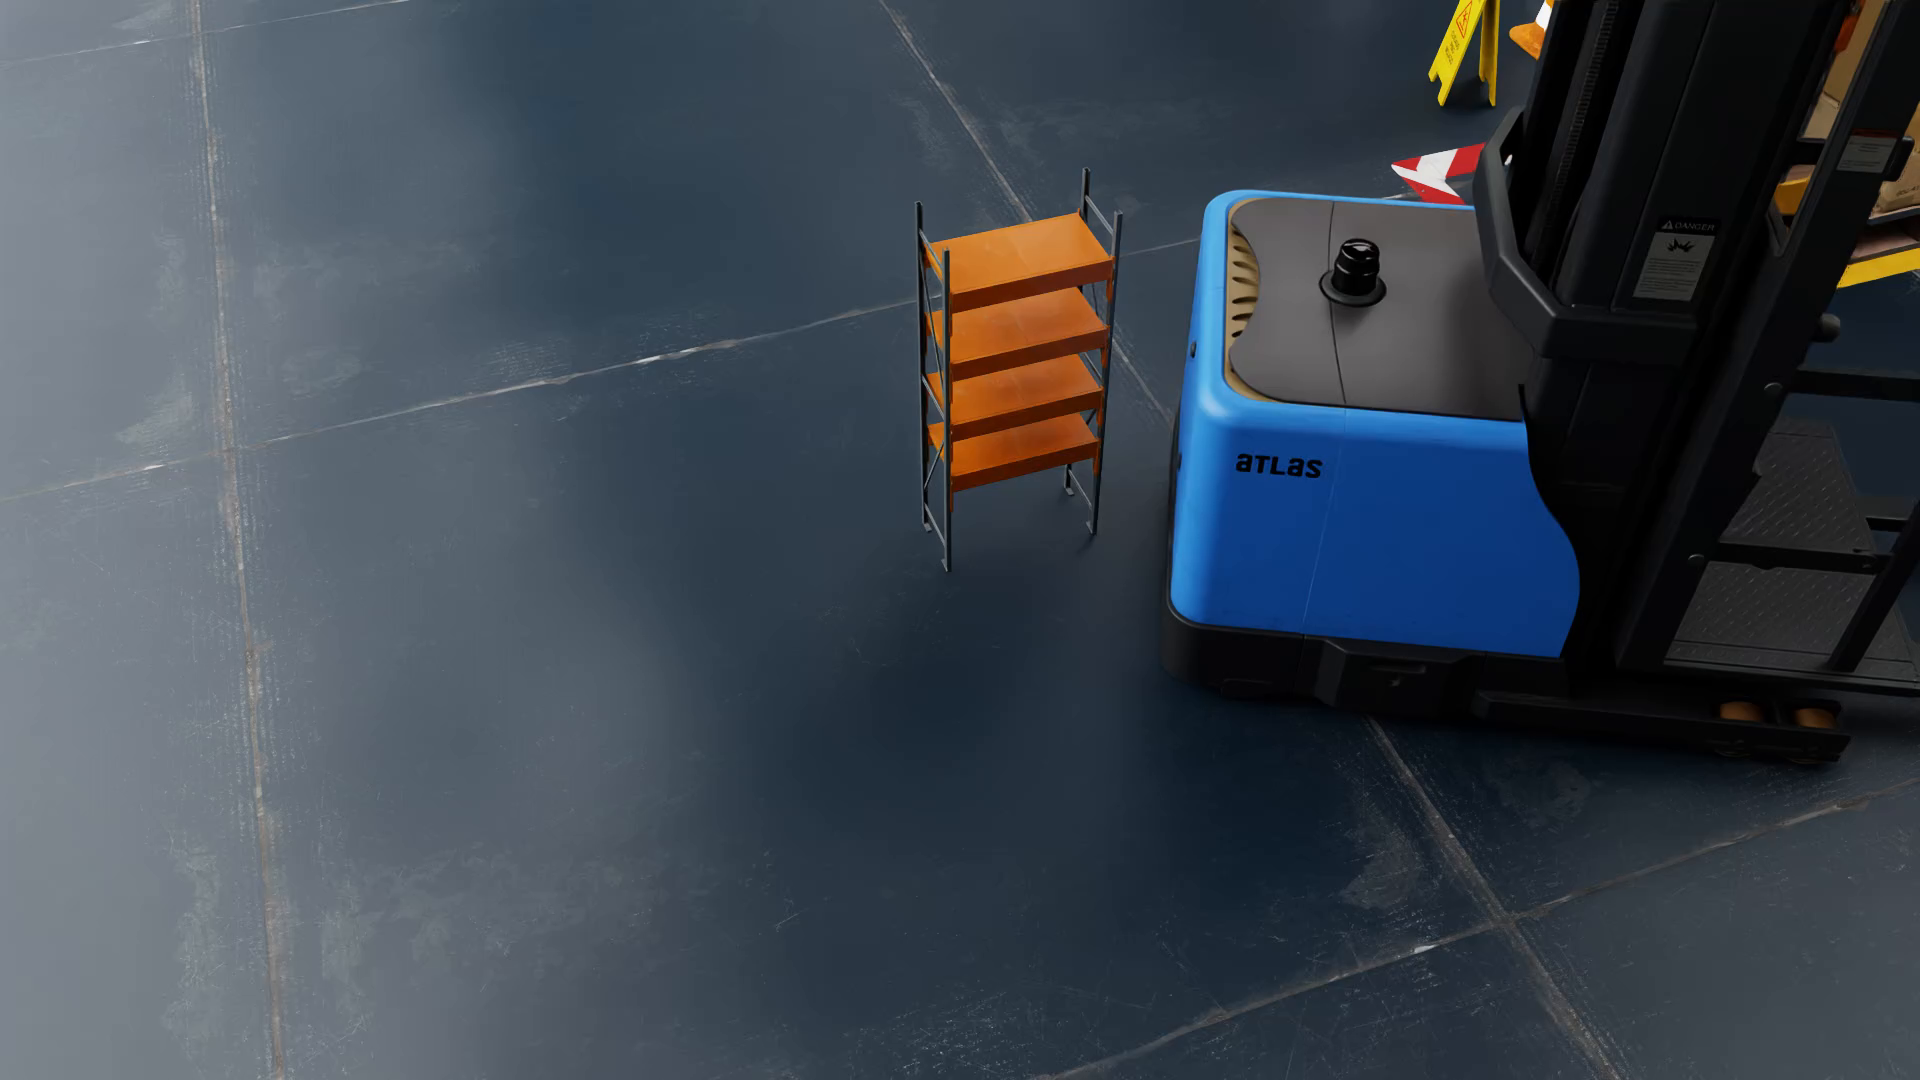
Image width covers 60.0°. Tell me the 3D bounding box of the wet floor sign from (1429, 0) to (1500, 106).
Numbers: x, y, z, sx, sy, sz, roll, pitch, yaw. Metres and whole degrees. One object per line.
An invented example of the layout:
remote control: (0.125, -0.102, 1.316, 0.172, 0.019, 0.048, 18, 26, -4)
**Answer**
wet floor sign: (2.166, -2.171, 6.958, 0.232, 0.644, 0.267, 0, 45, 0)

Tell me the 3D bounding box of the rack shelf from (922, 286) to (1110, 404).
rack shelf: (0.156, -0.574, 4.754, 0.480, 0.148, 0.258, -14, 47, -14)

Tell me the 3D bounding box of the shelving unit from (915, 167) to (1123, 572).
shelving unit: (0.156, -0.463, 4.865, 0.503, 1.200, 0.258, -14, 47, -14)

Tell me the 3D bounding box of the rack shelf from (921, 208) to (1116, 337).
rack shelf: (0.156, -0.741, 4.586, 0.480, 0.148, 0.258, -14, 47, -14)

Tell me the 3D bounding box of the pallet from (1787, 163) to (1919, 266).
pallet: (3.556, -1.541, 6.637, 1.213, 0.211, 1.003, -14, 47, -14)

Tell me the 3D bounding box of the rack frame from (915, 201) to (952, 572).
rack frame: (-0.074, -0.405, 4.806, 0.015, 1.200, 0.240, -14, 47, -14)

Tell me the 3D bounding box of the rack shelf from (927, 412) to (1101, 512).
rack shelf: (0.156, -0.276, 5.053, 0.480, 0.148, 0.258, -14, 47, -14)

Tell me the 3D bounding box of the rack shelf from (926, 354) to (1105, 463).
rack shelf: (0.156, -0.416, 4.912, 0.480, 0.148, 0.258, -14, 47, -14)

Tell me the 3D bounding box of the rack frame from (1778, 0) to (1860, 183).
rack frame: (2.708, -2.335, 5.460, 0.127, 3.000, 1.000, -14, 47, -14)

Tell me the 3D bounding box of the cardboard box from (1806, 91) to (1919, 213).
cardboard box: (3.561, -1.522, 6.294, 0.500, 0.250, 0.500, -15, 47, -14)

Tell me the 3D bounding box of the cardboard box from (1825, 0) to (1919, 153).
cardboard box: (3.583, -1.793, 6.035, 0.500, 0.500, 0.500, -16, 47, -15)

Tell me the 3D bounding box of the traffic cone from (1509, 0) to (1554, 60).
traffic cone: (2.675, -2.402, 7.318, 0.334, 0.463, 0.336, -14, 47, -14)

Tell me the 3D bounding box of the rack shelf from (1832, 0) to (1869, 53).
rack shelf: (4.589, -2.562, 6.194, 4.000, 0.370, 1.077, -14, 47, -14)

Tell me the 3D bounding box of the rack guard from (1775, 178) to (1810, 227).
rack guard: (2.780, -1.471, 6.363, 0.348, 0.500, 1.175, -14, 47, -14)

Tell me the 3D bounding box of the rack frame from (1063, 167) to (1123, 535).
rack frame: (0.385, -0.522, 4.923, 0.015, 1.200, 0.240, -14, 47, -14)

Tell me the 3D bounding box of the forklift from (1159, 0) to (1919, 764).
forklift: (2.133, -0.814, 3.992, 3.031, 2.935, 1.130, 5, 45, 5)
